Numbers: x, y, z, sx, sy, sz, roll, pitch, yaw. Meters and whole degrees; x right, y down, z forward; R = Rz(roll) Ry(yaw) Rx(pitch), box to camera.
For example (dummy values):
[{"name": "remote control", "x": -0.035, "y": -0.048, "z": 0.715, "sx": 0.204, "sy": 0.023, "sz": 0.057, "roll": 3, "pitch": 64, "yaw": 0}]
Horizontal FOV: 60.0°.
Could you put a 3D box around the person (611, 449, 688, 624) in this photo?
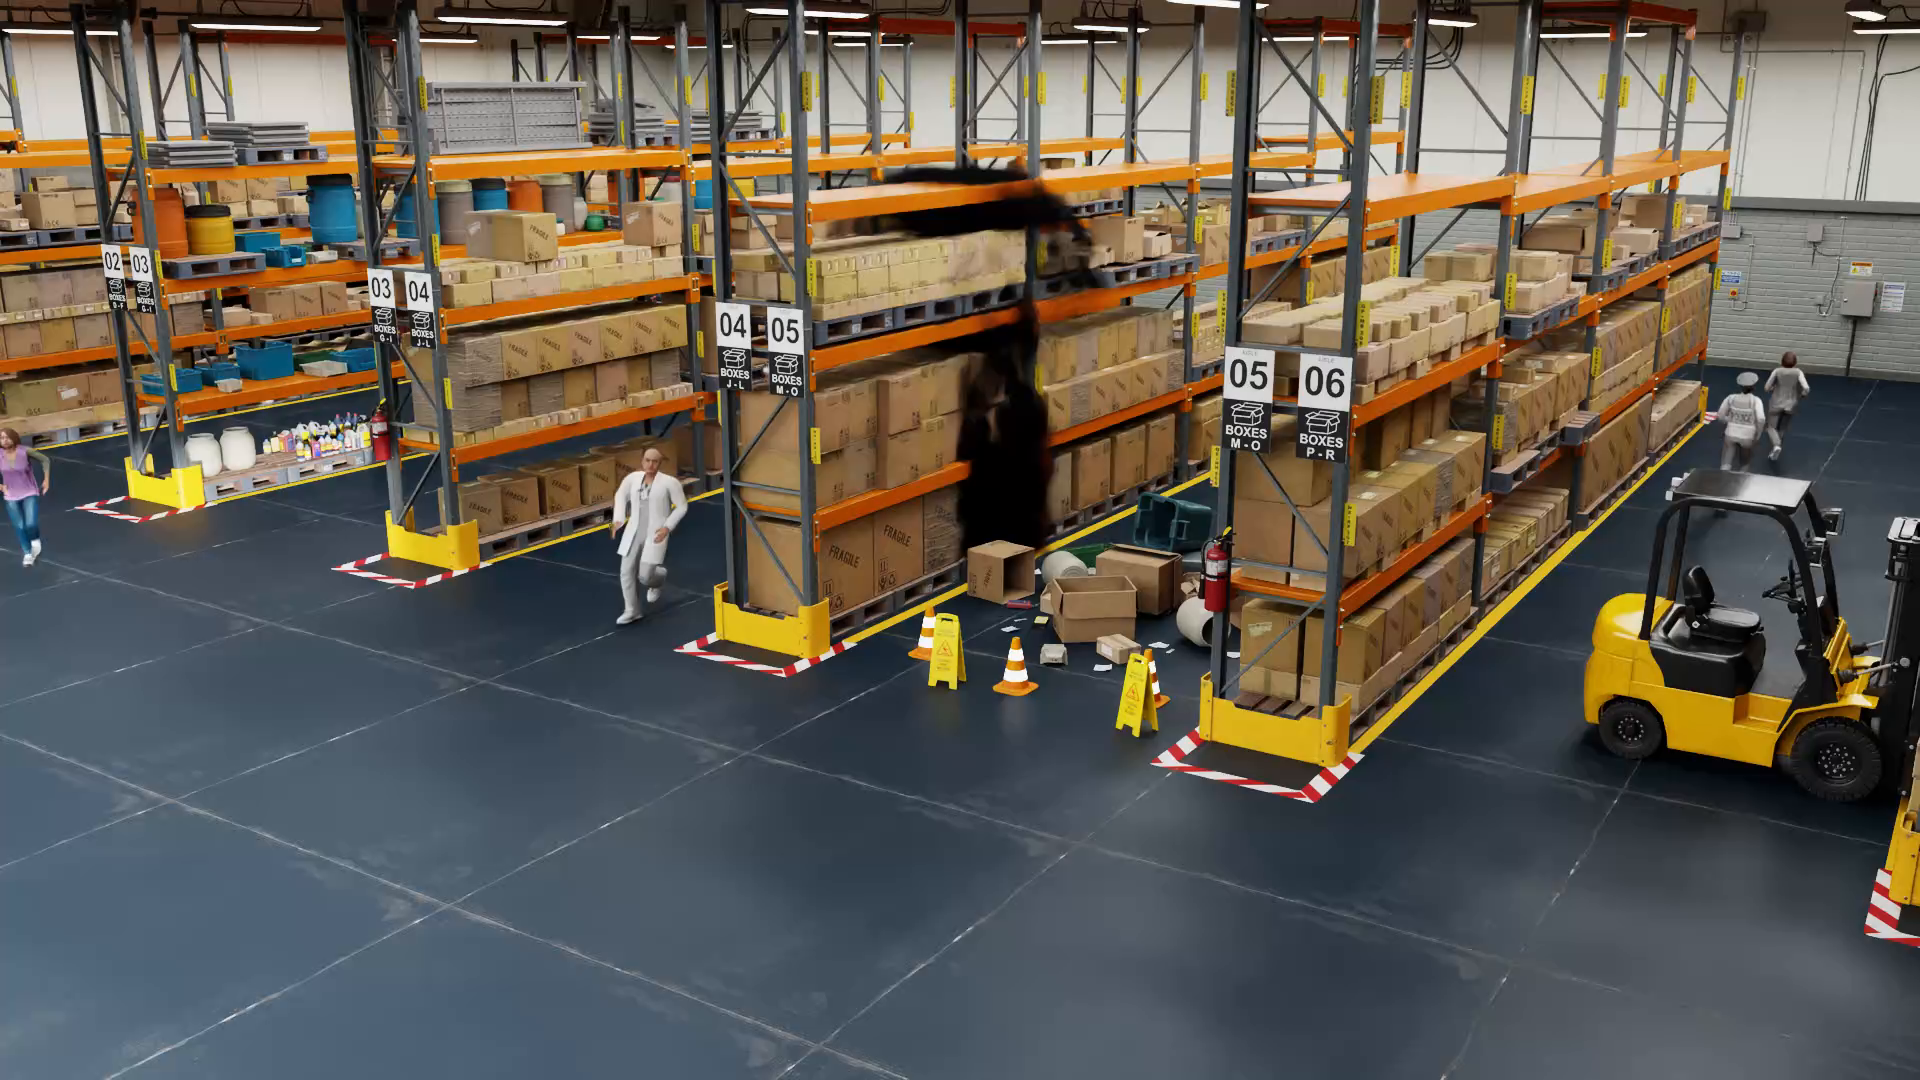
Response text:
[{"name": "person", "x": -3.020, "y": -0.053, "z": 16.222, "sx": 0.756, "sy": 1.726, "sz": 0.722, "roll": 4, "pitch": 16, "yaw": 13}]

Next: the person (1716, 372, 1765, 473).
[{"name": "person", "x": 9.608, "y": -1.221, "z": 20.541, "sx": 0.585, "sy": 1.709, "sz": 1.085, "roll": 9, "pitch": 18, "yaw": 30}]

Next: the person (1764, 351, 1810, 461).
[{"name": "person", "x": 11.272, "y": -1.808, "z": 22.770, "sx": 0.548, "sy": 1.569, "sz": 0.803, "roll": 4, "pitch": 16, "yaw": 15}]

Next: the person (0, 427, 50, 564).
[{"name": "person", "x": -10.121, "y": -0.456, "z": 17.951, "sx": 0.563, "sy": 1.554, "sz": 0.677, "roll": -5, "pitch": 16, "yaw": -18}]

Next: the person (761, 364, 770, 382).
[{"name": "person", "x": -2.110, "y": -1.062, "z": 18.708, "sx": 0.657, "sy": 1.833, "sz": 0.680, "roll": 6, "pitch": 17, "yaw": 21}]
